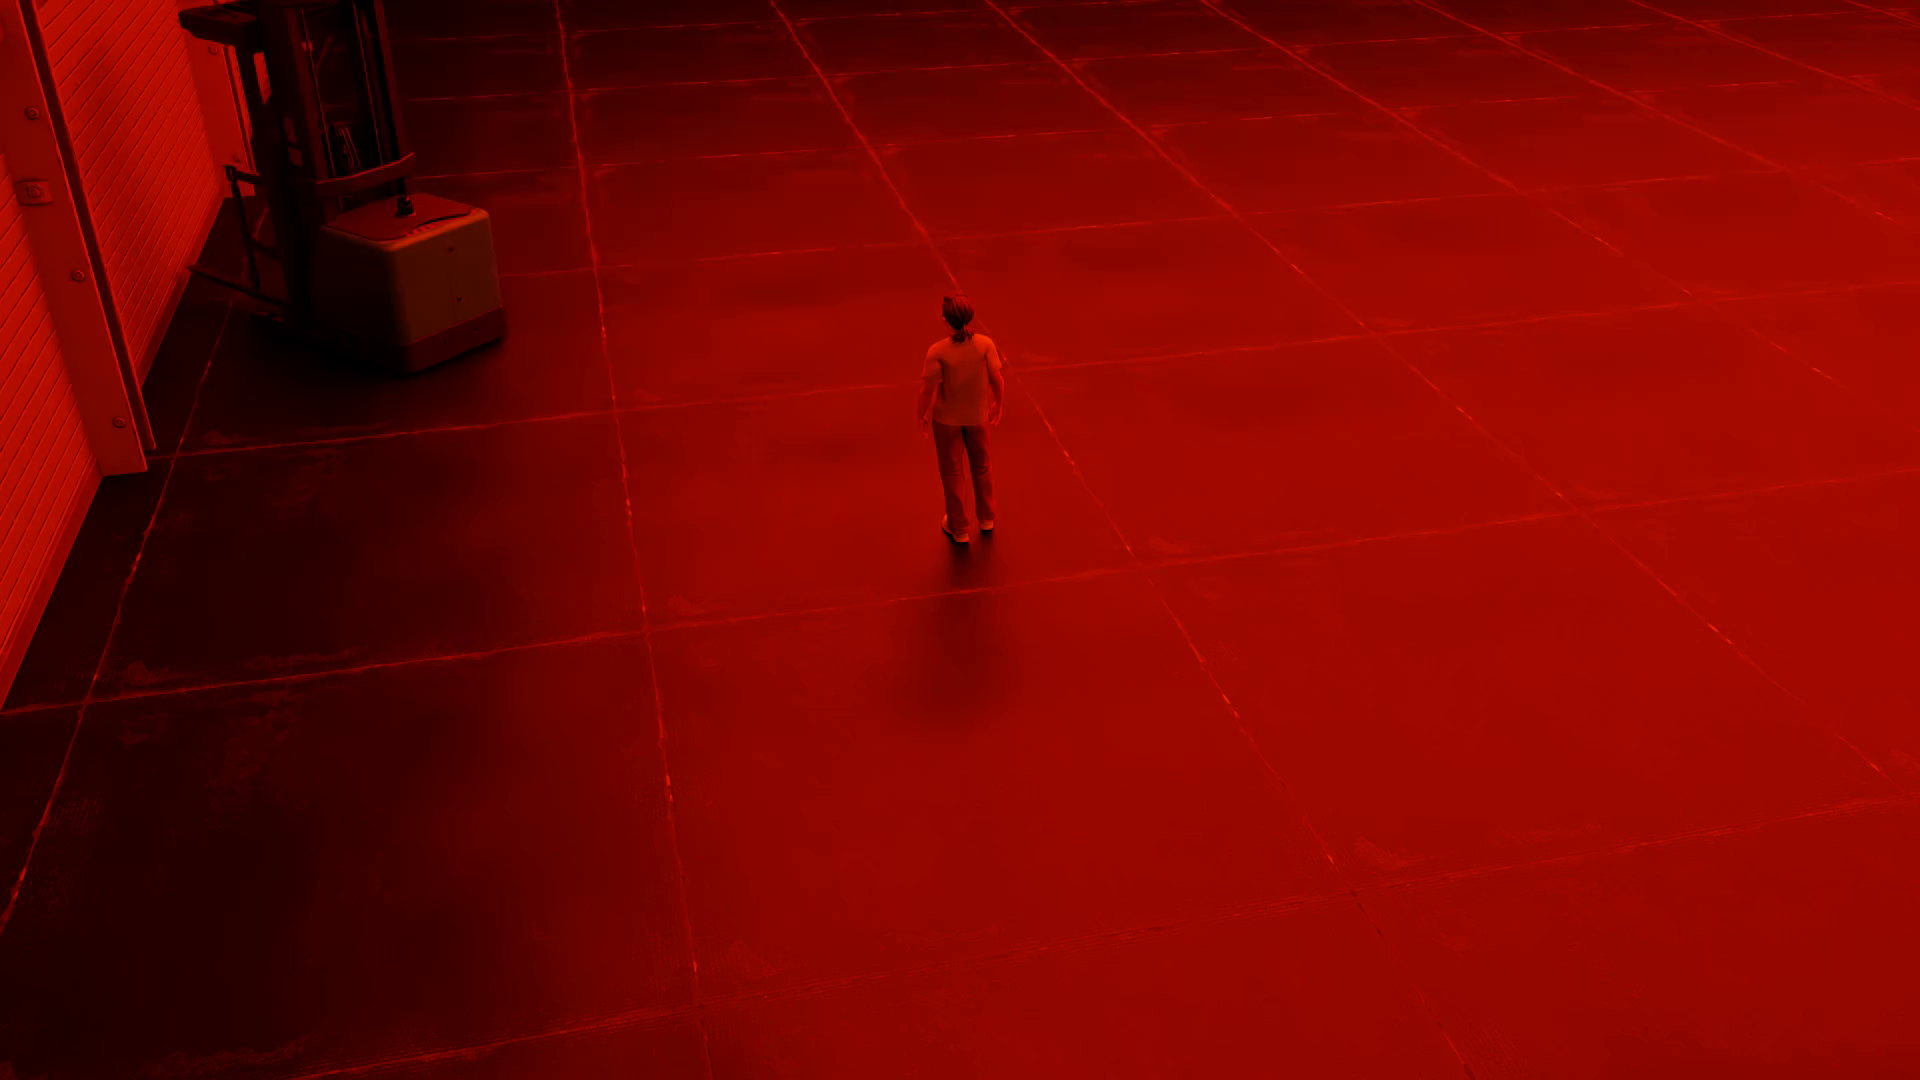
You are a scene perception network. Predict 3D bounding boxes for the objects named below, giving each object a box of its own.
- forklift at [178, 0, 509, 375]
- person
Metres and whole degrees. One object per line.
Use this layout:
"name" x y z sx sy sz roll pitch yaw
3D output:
"forklift" -5.089 -3.085 12.903 3.031 2.935 1.130 19 35 30
"person" -0.006 -0.769 10.141 0.553 1.675 0.549 -7 31 -12
